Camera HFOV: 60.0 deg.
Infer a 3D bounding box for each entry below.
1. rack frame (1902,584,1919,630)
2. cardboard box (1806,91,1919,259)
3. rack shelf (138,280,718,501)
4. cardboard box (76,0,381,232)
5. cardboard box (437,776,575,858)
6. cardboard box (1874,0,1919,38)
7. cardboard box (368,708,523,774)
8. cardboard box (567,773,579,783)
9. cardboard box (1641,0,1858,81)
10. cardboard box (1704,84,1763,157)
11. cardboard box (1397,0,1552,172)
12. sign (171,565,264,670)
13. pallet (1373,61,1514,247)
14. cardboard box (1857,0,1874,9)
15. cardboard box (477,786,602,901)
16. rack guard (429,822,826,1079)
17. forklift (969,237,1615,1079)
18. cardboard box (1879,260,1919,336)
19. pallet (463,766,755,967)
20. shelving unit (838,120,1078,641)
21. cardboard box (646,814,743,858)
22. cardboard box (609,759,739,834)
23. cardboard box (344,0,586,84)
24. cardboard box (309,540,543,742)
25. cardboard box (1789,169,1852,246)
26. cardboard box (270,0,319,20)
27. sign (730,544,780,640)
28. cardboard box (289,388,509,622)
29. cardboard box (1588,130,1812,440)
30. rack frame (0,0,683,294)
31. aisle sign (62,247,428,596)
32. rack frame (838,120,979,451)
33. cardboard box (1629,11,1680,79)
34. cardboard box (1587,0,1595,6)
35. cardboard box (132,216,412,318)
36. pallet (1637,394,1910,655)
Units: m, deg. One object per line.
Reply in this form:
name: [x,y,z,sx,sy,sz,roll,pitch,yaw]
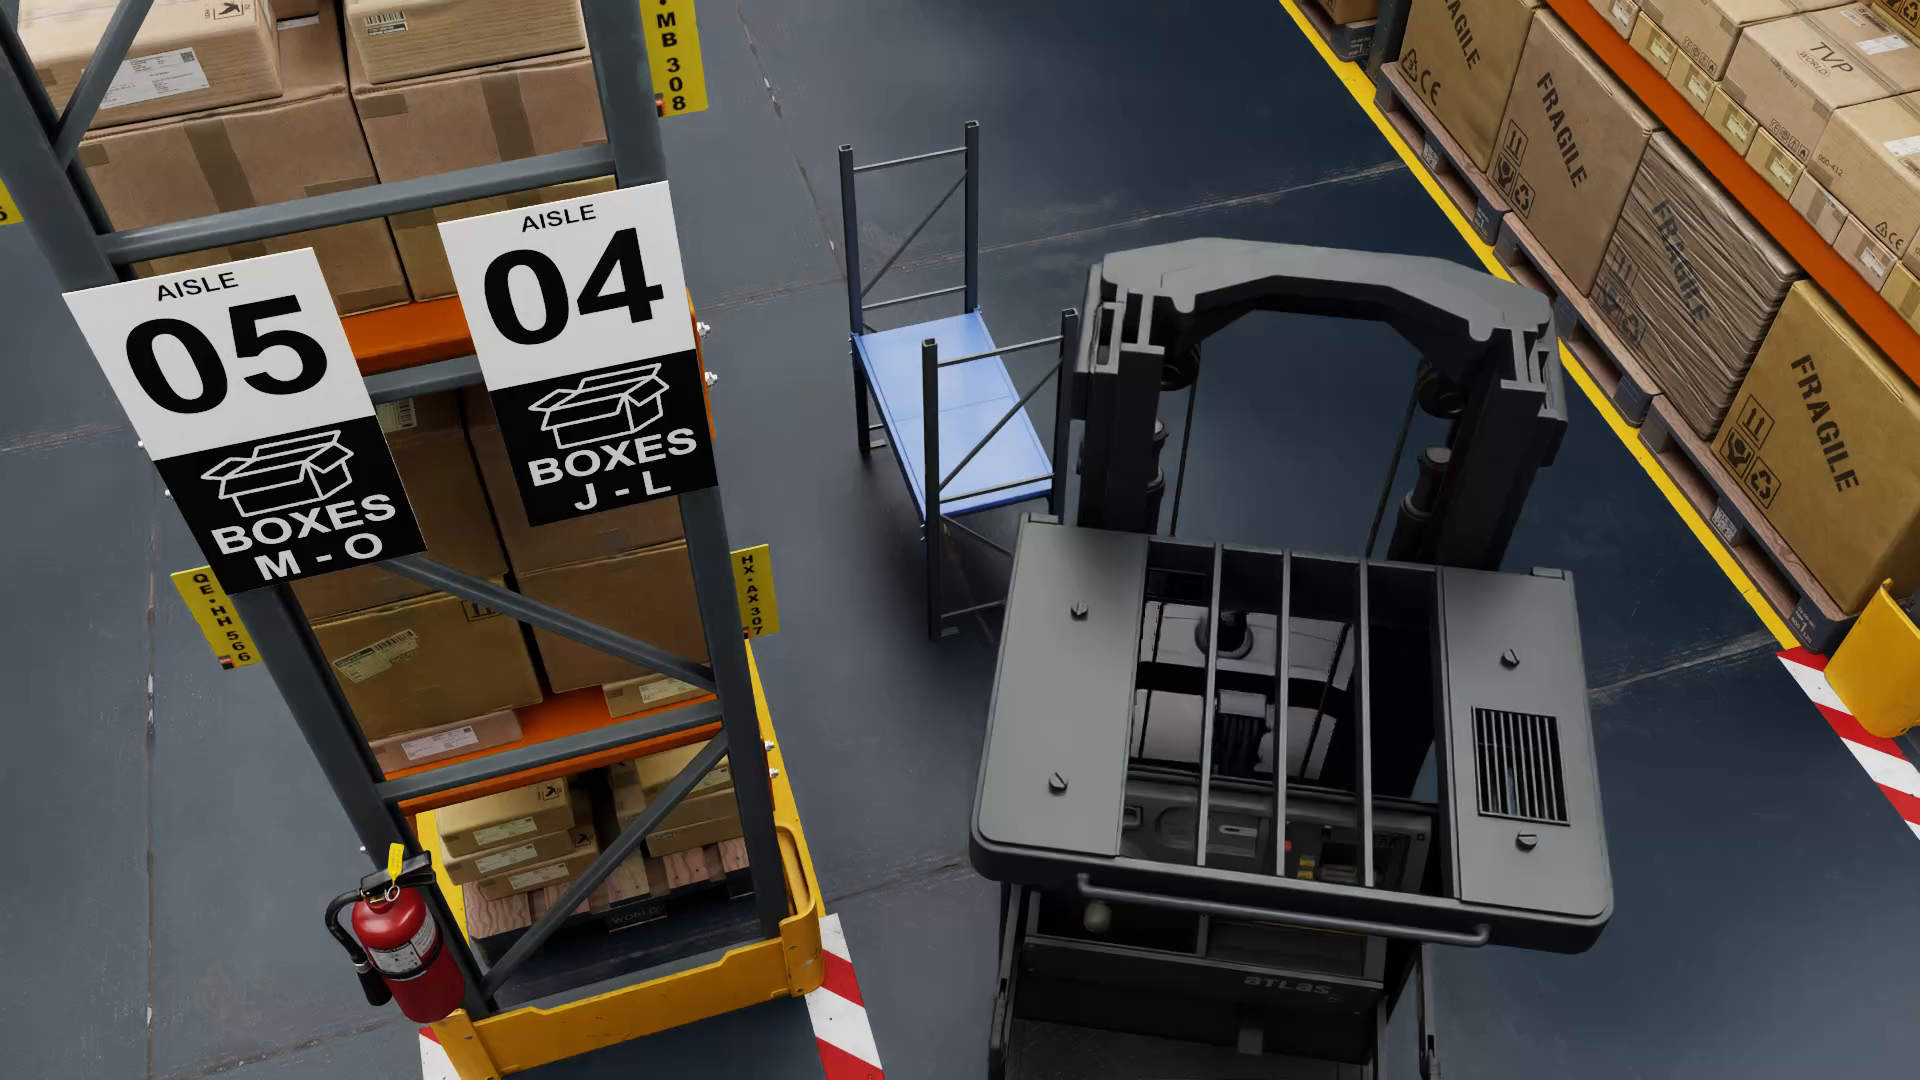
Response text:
rack frame: [3.764,-0.520,5.016,1.000,3.000,0.127,-13,51,-11]
cardboard box: [3.218,-1.232,5.520,0.500,0.250,0.500,-14,51,-12]
rack shelf: [-1.595,-1.668,4.492,1.077,0.370,4.000,-13,51,-11]
cardboard box: [-1.383,-0.831,3.087,0.500,0.250,0.500,-15,51,-12]
cardboard box: [-1.402,0.790,5.112,0.380,0.149,0.250,-13,51,-11]
cardboard box: [3.574,-1.963,5.646,0.500,0.500,0.500,-15,51,-12]
cardboard box: [-1.370,0.435,4.376,0.380,0.149,0.250,-13,51,-11]
cardboard box: [-1.458,0.692,5.390,0.380,0.149,0.250,-14,51,-12]
cardboard box: [2.909,-1.983,6.153,0.500,0.250,0.500,-13,51,-11]
cardboard box: [2.964,-1.559,6.057,0.380,0.149,0.250,-13,51,-11]
cardboard box: [2.700,-2.392,7.709,0.875,0.875,0.875,-13,51,-11]
sign: [-1.540,0.164,3.476,0.100,0.325,0.005,-13,51,-11]
pallet: [2.732,-1.969,8.062,1.003,0.211,1.213,-13,51,-11]
cardboard box: [3.416,-2.105,6.256,0.500,0.250,0.500,-14,51,-12]
cardboard box: [-1.358,0.974,5.347,0.380,0.149,0.250,-13,51,-10]
rack guard: [-1.026,1.278,5.135,1.175,0.500,0.348,-13,51,-11]
forklift: [0.613,0.895,3.868,1.130,2.935,3.031,6,50,5]
cardboard box: [3.266,-0.814,5.428,0.380,0.149,0.250,-13,51,-11]
pallet: [-1.232,0.770,5.753,1.003,0.211,1.213,-13,51,-11]
shelving unit: [-0.025,-0.546,6.019,0.538,1.500,1.048,-13,51,-11]
cardboard box: [-0.853,0.856,5.446,0.380,0.149,0.250,-12,51,-10]
cardboard box: [-0.913,0.775,5.320,0.380,0.149,0.250,-11,51,-9]
cardboard box: [-0.882,-0.968,2.943,0.380,0.149,0.250,-14,51,-11]
cardboard box: [-1.382,0.130,4.208,0.500,0.500,0.500,-12,51,-10]
cardboard box: [3.120,-1.181,5.738,0.380,0.149,0.250,-13,51,-10]
cardboard box: [-1.382,-1.054,3.015,0.380,0.149,0.250,-13,51,-10]
sign: [-0.485,0.126,3.905,0.100,0.325,0.005,-13,51,-11]
cardboard box: [-1.377,-0.200,3.833,0.500,0.500,0.500,-14,51,-12]
cardboard box: [3.230,-1.084,6.607,0.875,0.875,0.875,-13,51,-11]
rack frame: [-1.004,-1.406,1.839,1.000,3.000,0.127,-13,51,-11]
aisle sign: [-1.269,-0.189,3.037,0.394,0.787,0.004,-13,51,-11]
rack frame: [-0.176,-0.917,6.332,0.500,1.500,0.032,-13,51,-11]
cardboard box: [2.814,-1.931,6.370,0.380,0.149,0.250,-15,51,-12]
cardboard box: [2.663,-2.306,6.686,0.380,0.149,0.250,-14,51,-11]
cardboard box: [-1.391,-0.663,3.273,0.500,0.250,0.500,-14,51,-12]
pallet: [3.453,-0.187,6.560,1.003,0.211,1.213,-13,51,-11]
